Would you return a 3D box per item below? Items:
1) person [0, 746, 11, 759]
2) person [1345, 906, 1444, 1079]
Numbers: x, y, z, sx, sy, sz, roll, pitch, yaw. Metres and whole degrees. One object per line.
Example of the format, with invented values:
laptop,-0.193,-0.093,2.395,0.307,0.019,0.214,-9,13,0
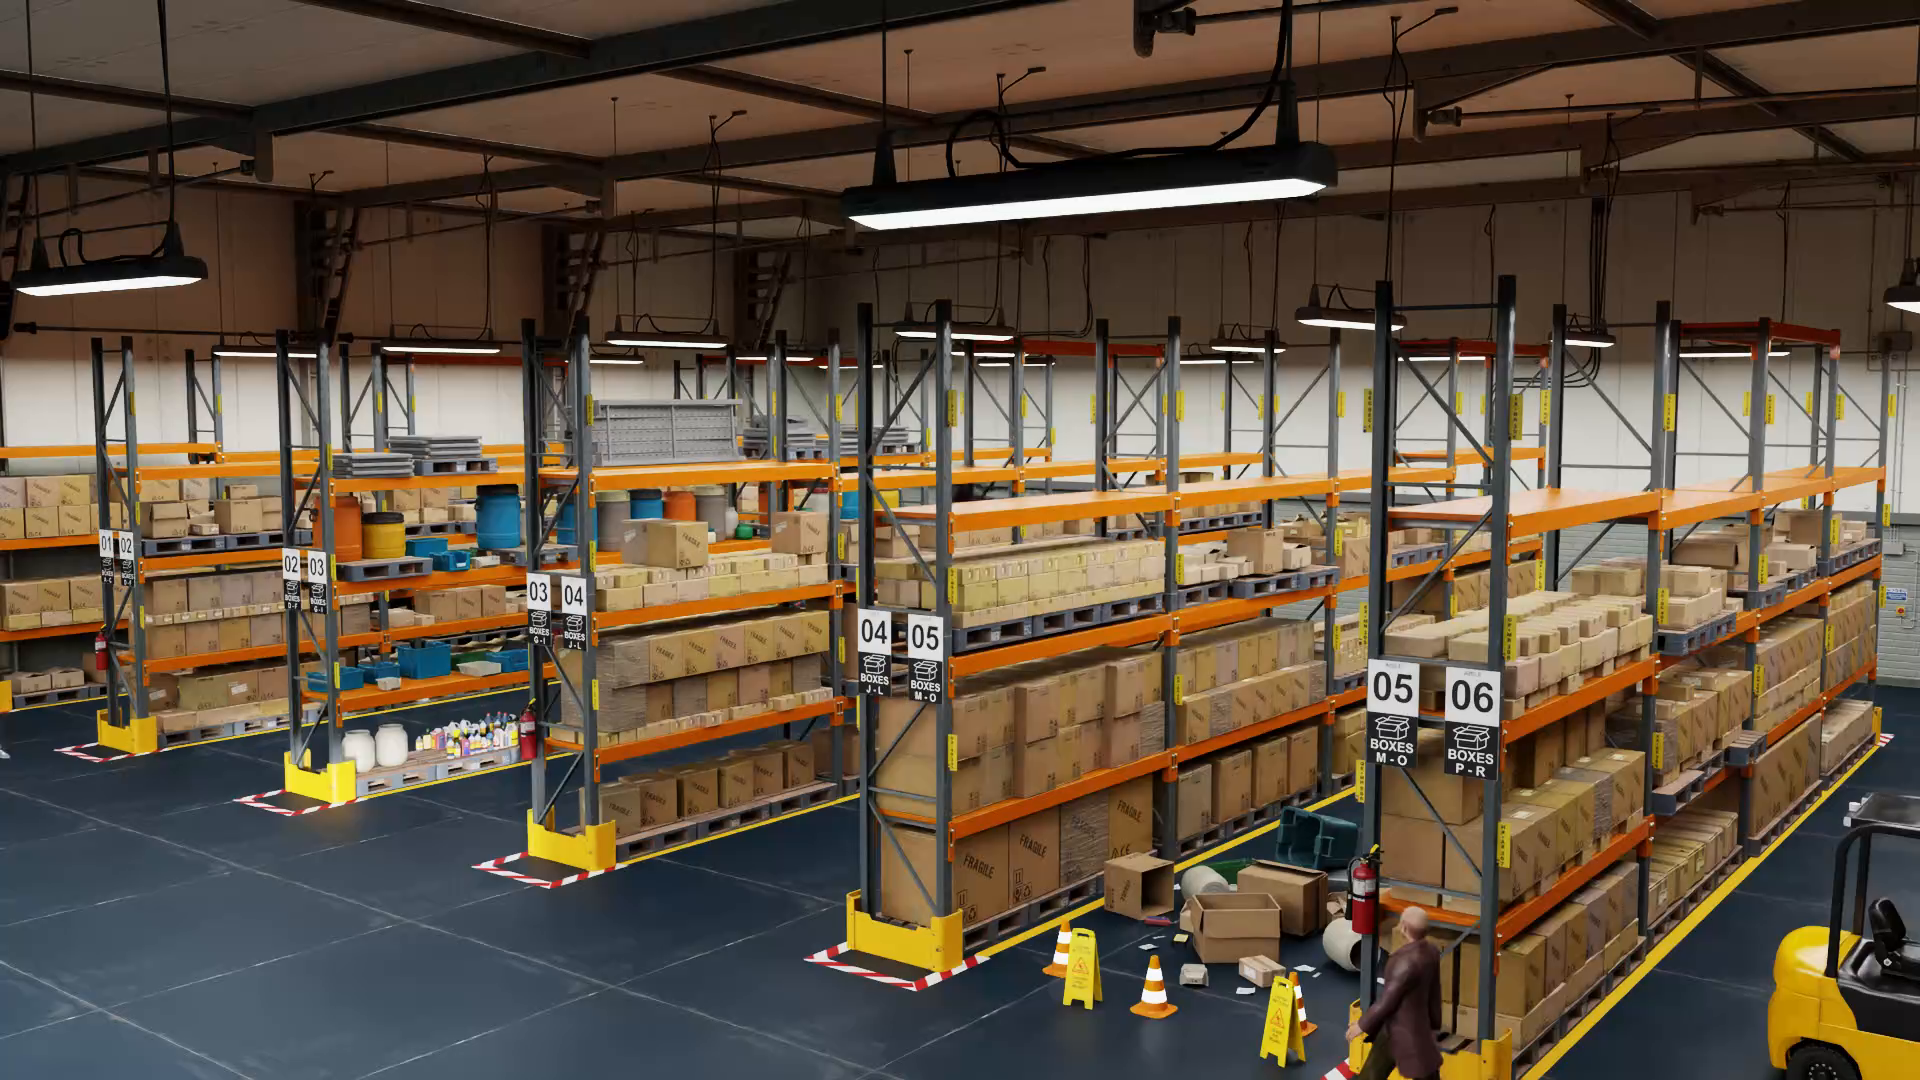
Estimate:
person,-13.915,2.340,23.509,0.605,1.578,0.590,3,6,29
person,3.022,3.323,11.244,1.158,1.733,0.519,0,5,5
